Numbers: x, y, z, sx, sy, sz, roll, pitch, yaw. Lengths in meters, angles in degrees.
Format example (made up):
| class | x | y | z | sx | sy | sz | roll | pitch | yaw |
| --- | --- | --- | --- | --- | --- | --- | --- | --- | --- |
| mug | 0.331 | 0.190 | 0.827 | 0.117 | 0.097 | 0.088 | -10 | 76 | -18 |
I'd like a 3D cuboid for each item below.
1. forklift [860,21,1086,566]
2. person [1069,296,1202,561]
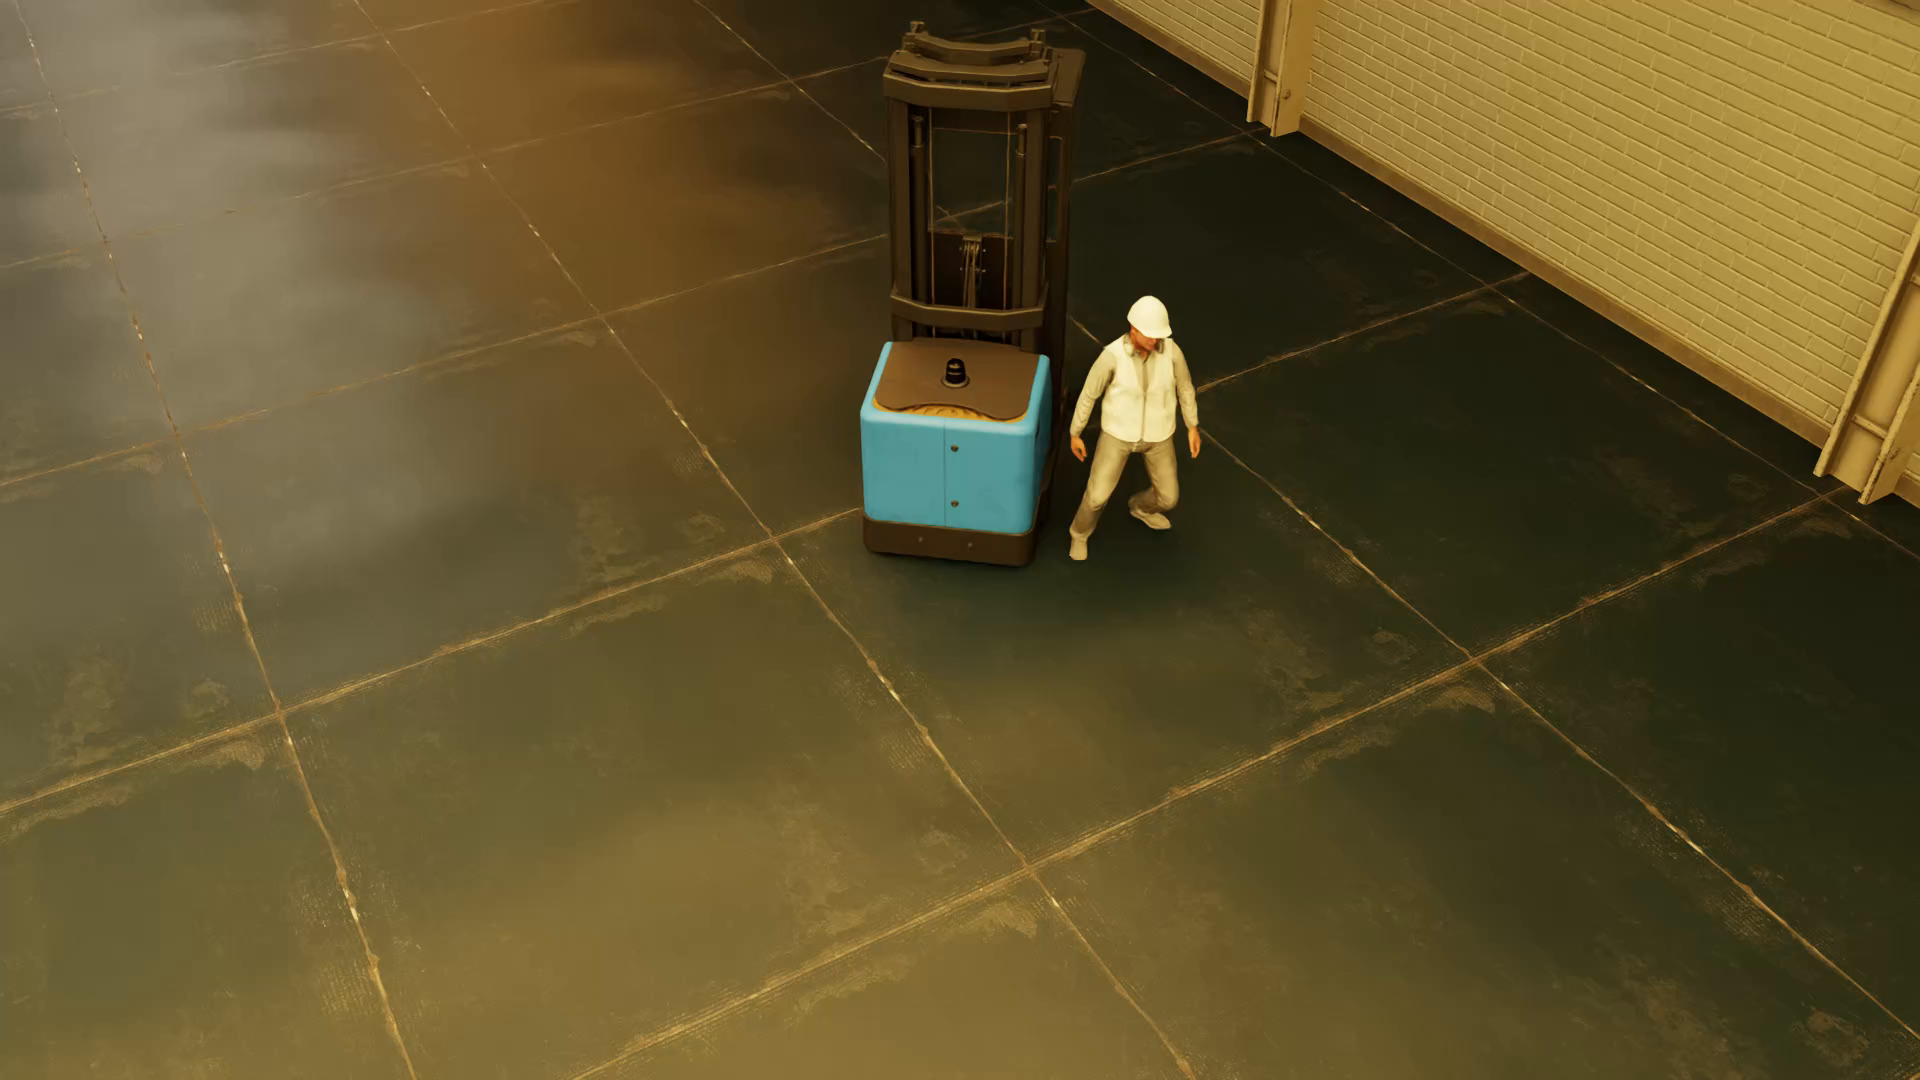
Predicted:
| class | x | y | z | sx | sy | sz | roll | pitch | yaw |
| --- | --- | --- | --- | --- | --- | --- | --- | --- | --- |
| forklift | 0.152 | -1.914 | 10.344 | 1.130 | 2.935 | 3.031 | 6 | 40 | 7 |
| person | 1.028 | -0.636 | 9.821 | 0.783 | 1.741 | 0.478 | -2 | 40 | -3 |
